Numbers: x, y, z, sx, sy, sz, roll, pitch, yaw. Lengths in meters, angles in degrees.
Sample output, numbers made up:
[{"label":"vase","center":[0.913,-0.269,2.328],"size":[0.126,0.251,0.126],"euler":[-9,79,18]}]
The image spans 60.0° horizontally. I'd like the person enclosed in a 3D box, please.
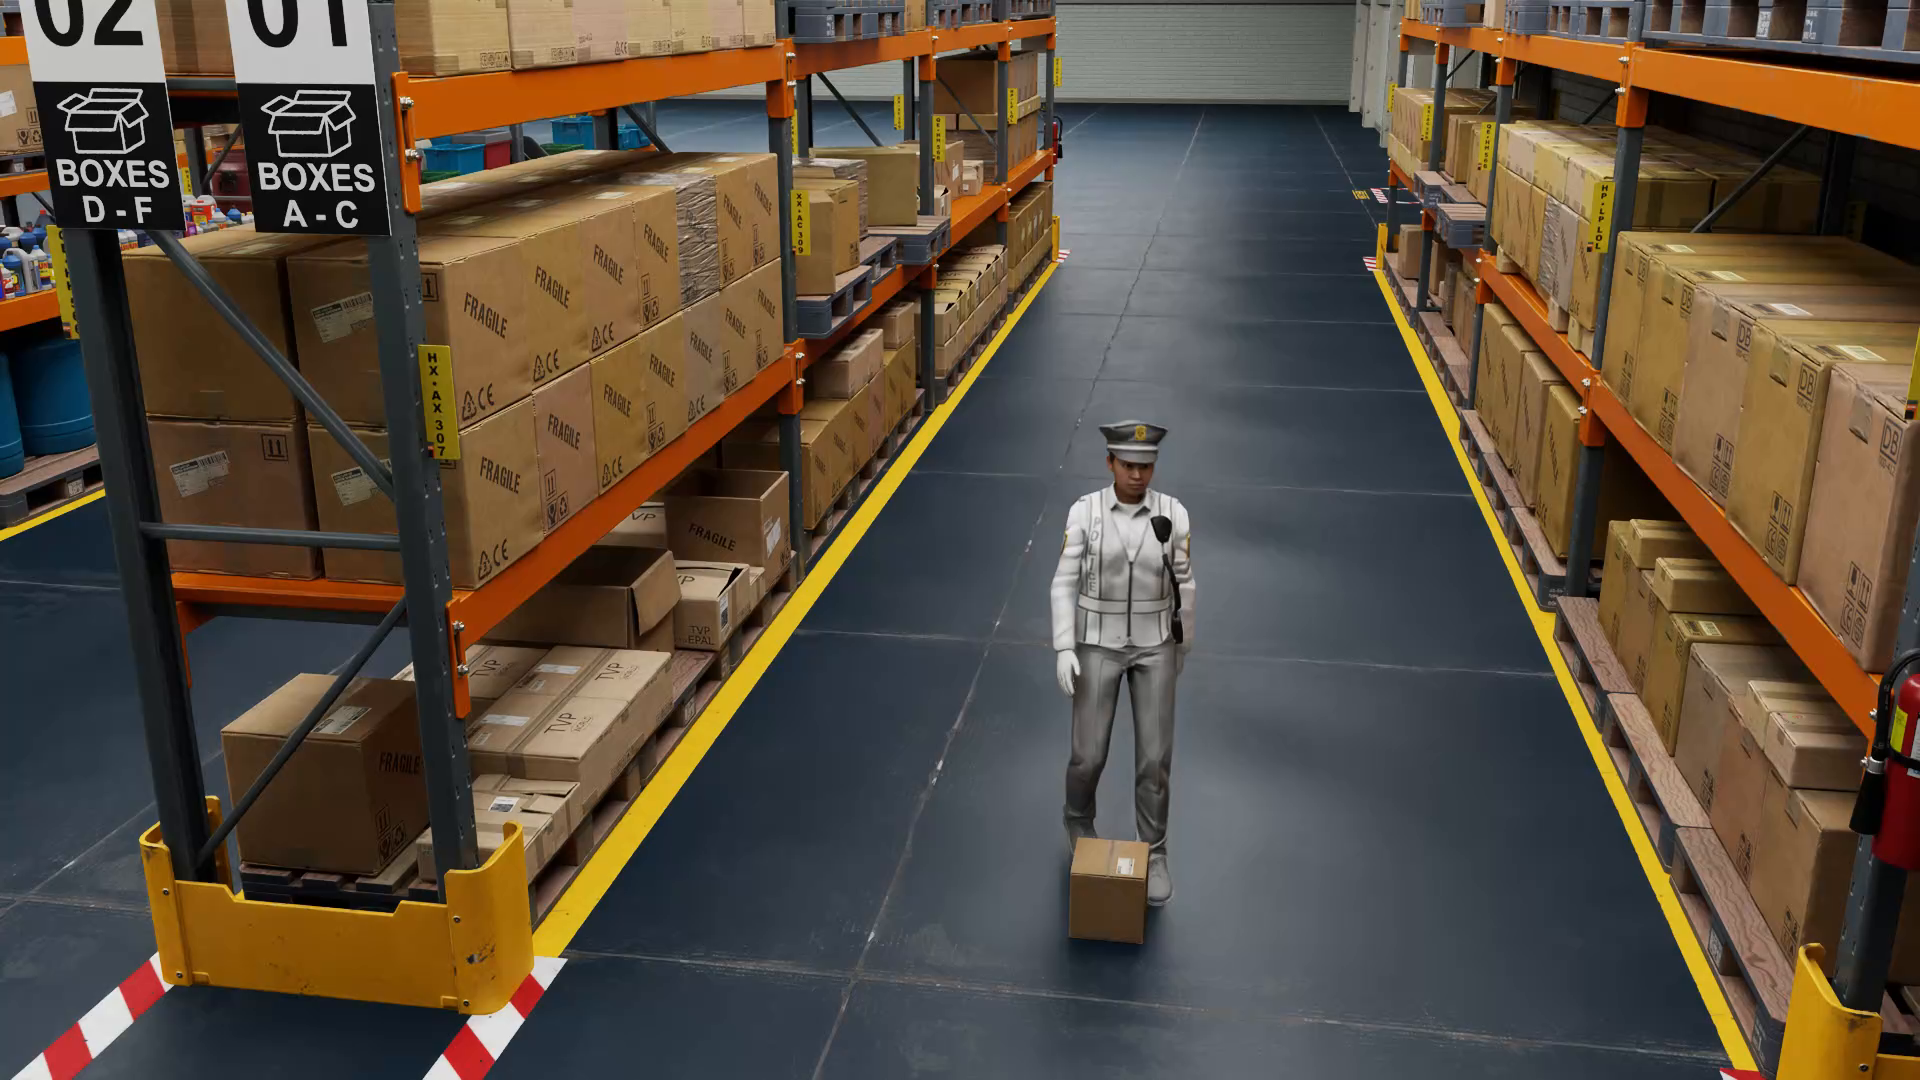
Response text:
[{"label":"person","center":[0.581,0.411,5.824],"size":[0.518,1.665,0.565],"euler":[0,18,0]}]
